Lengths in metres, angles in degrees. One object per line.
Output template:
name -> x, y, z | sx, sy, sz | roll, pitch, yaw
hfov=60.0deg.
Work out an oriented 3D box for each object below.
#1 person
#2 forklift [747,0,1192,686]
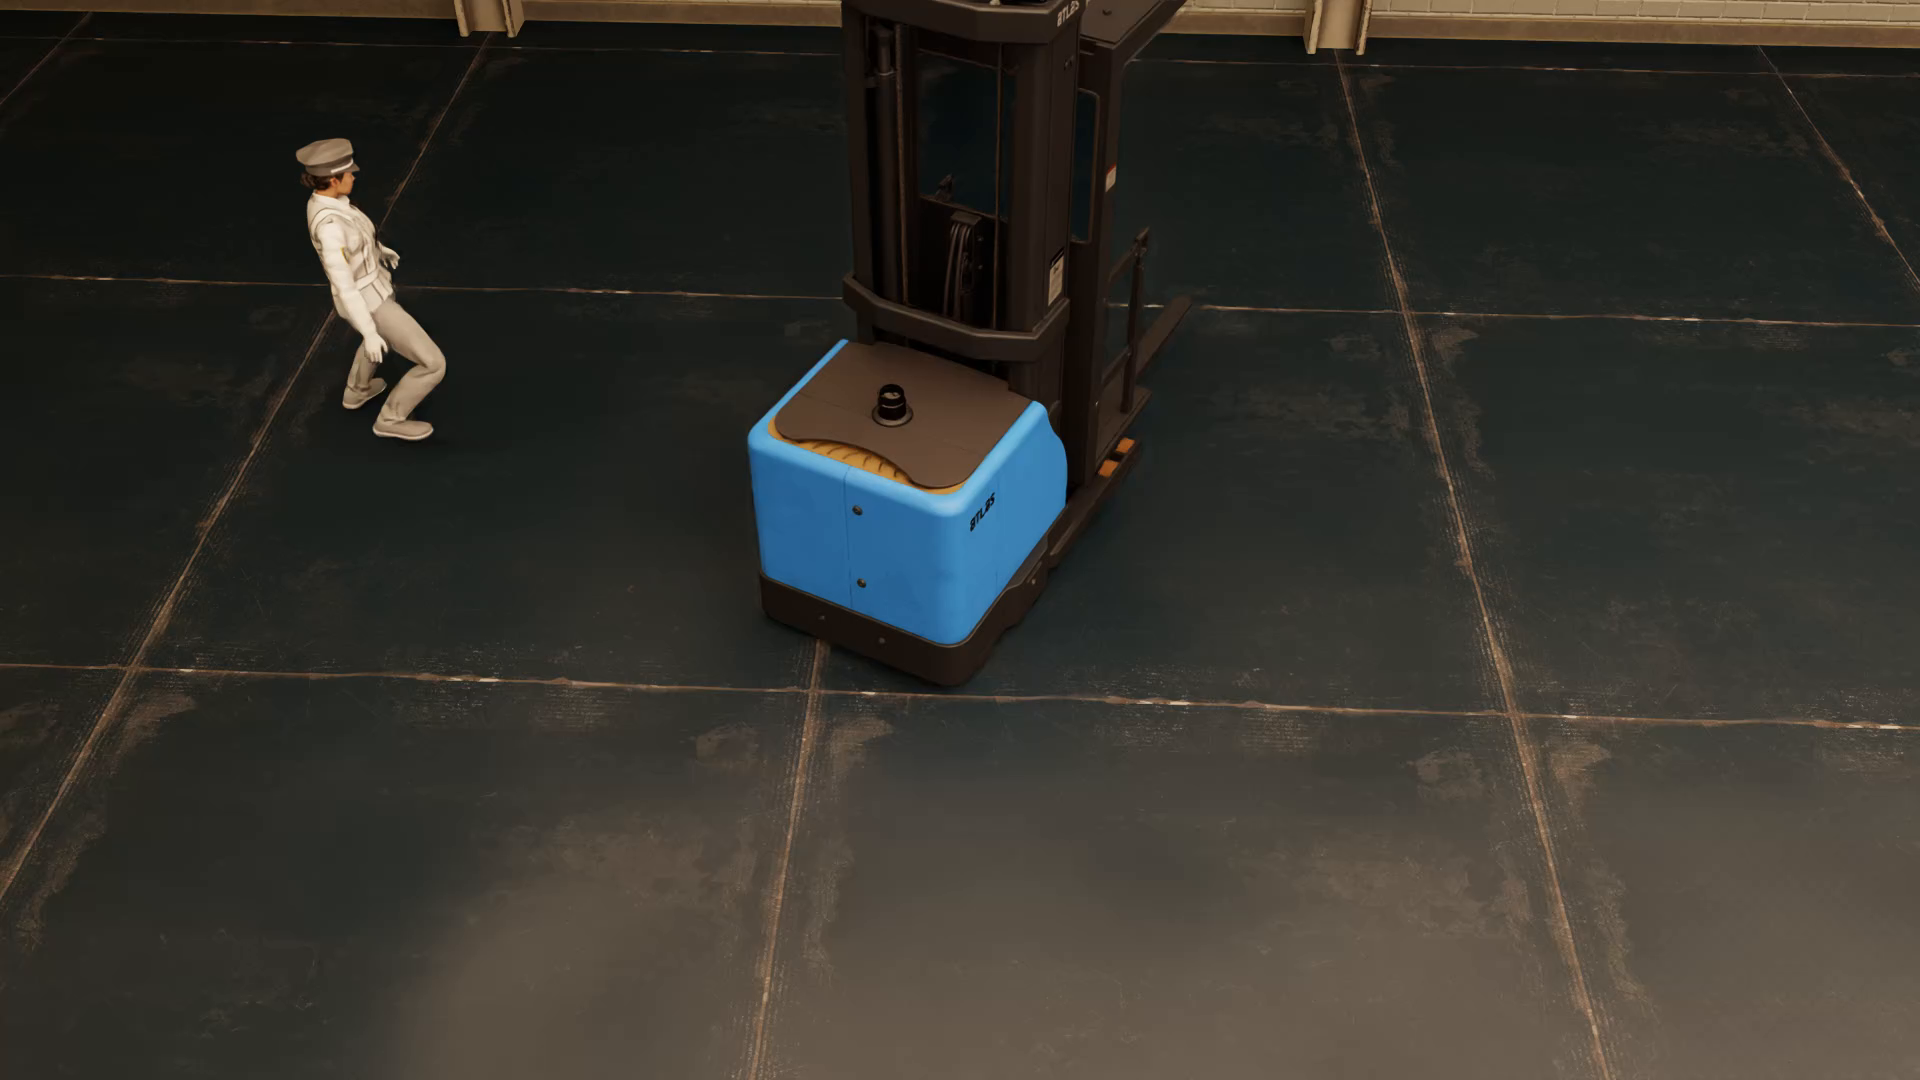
person -> -2.878, -1.193, 8.087 | 0.571, 1.564, 0.855 | -13, 44, -14
forklift -> 0.249, -1.445, 7.325 | 1.130, 2.935, 3.031 | 20, 46, 20
